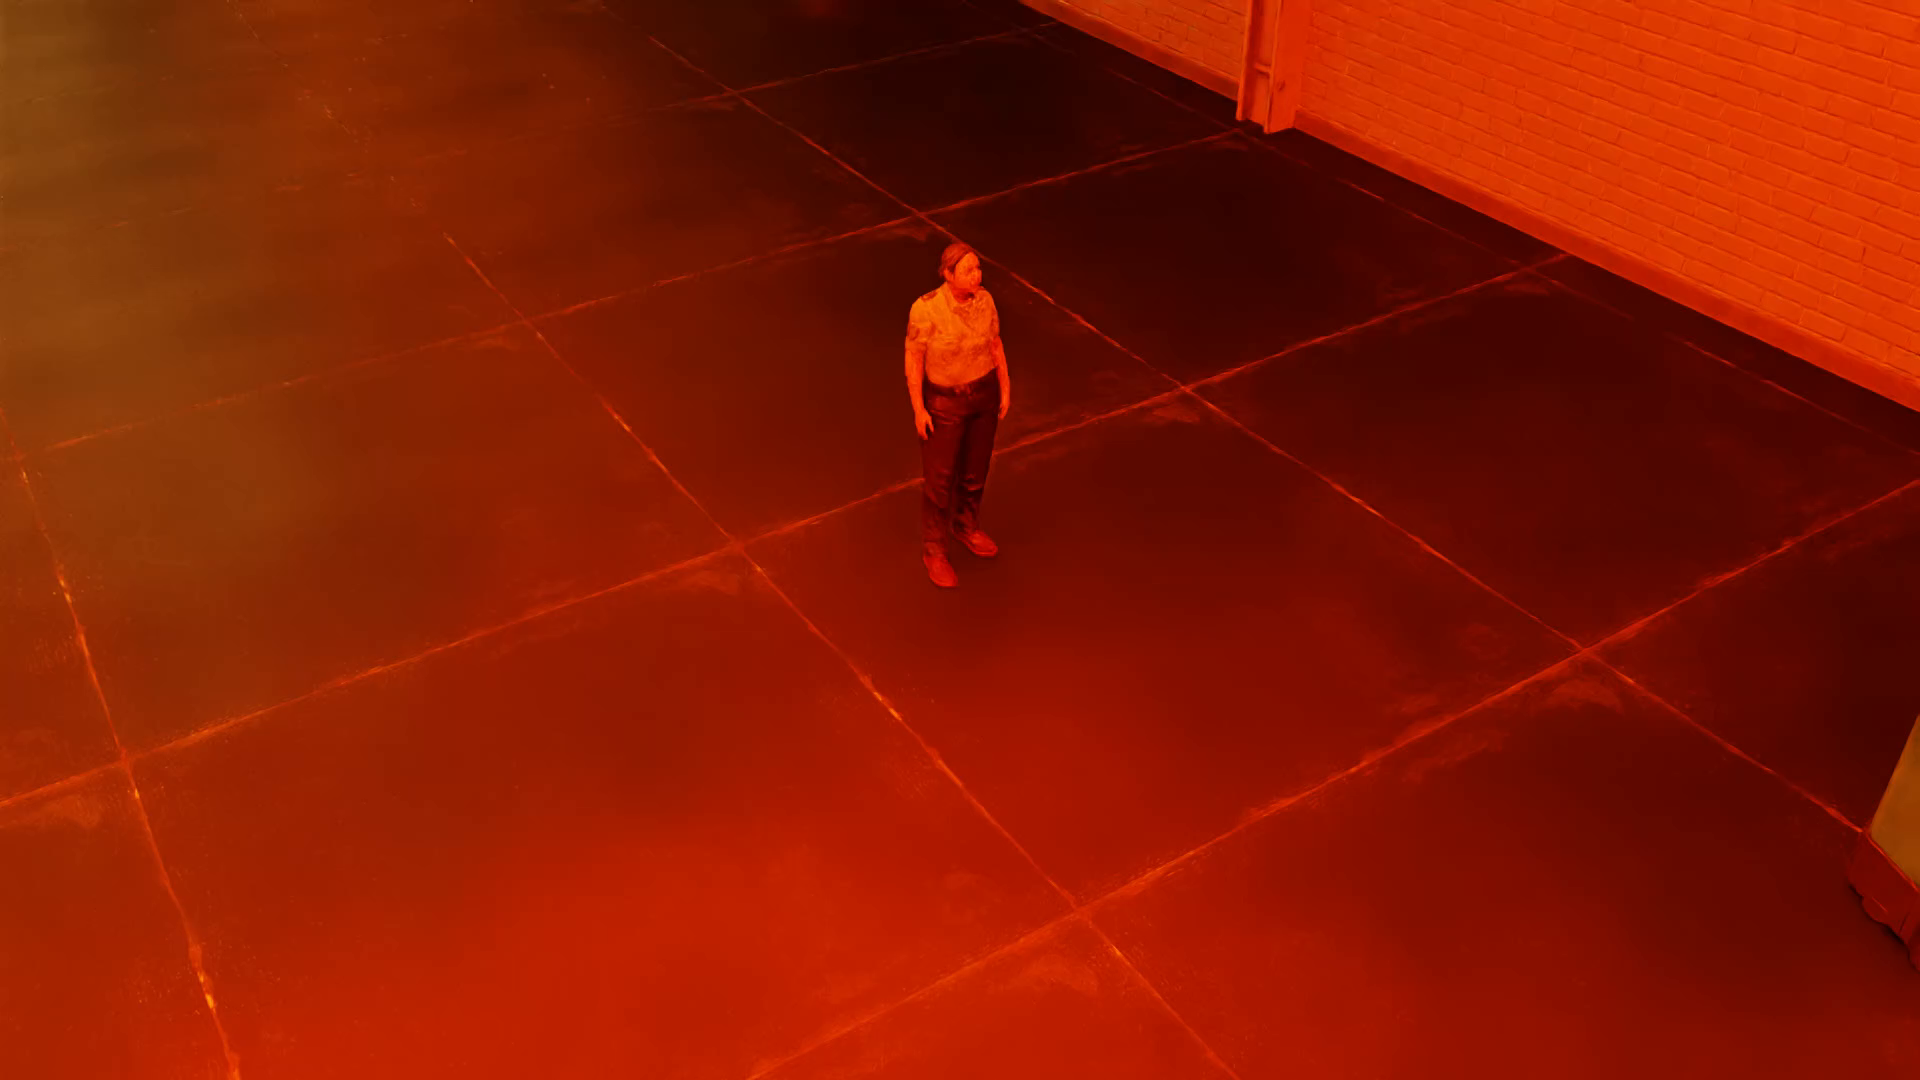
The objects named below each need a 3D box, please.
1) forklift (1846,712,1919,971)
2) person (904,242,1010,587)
[{"bbox_3d":[4.380,0.949,4.797,1.130,2.935,3.031,-8,36,-11],"label":"forklift"},{"bbox_3d":[0.030,-0.624,8.151,0.599,1.637,0.502,-21,40,-27],"label":"person"}]
